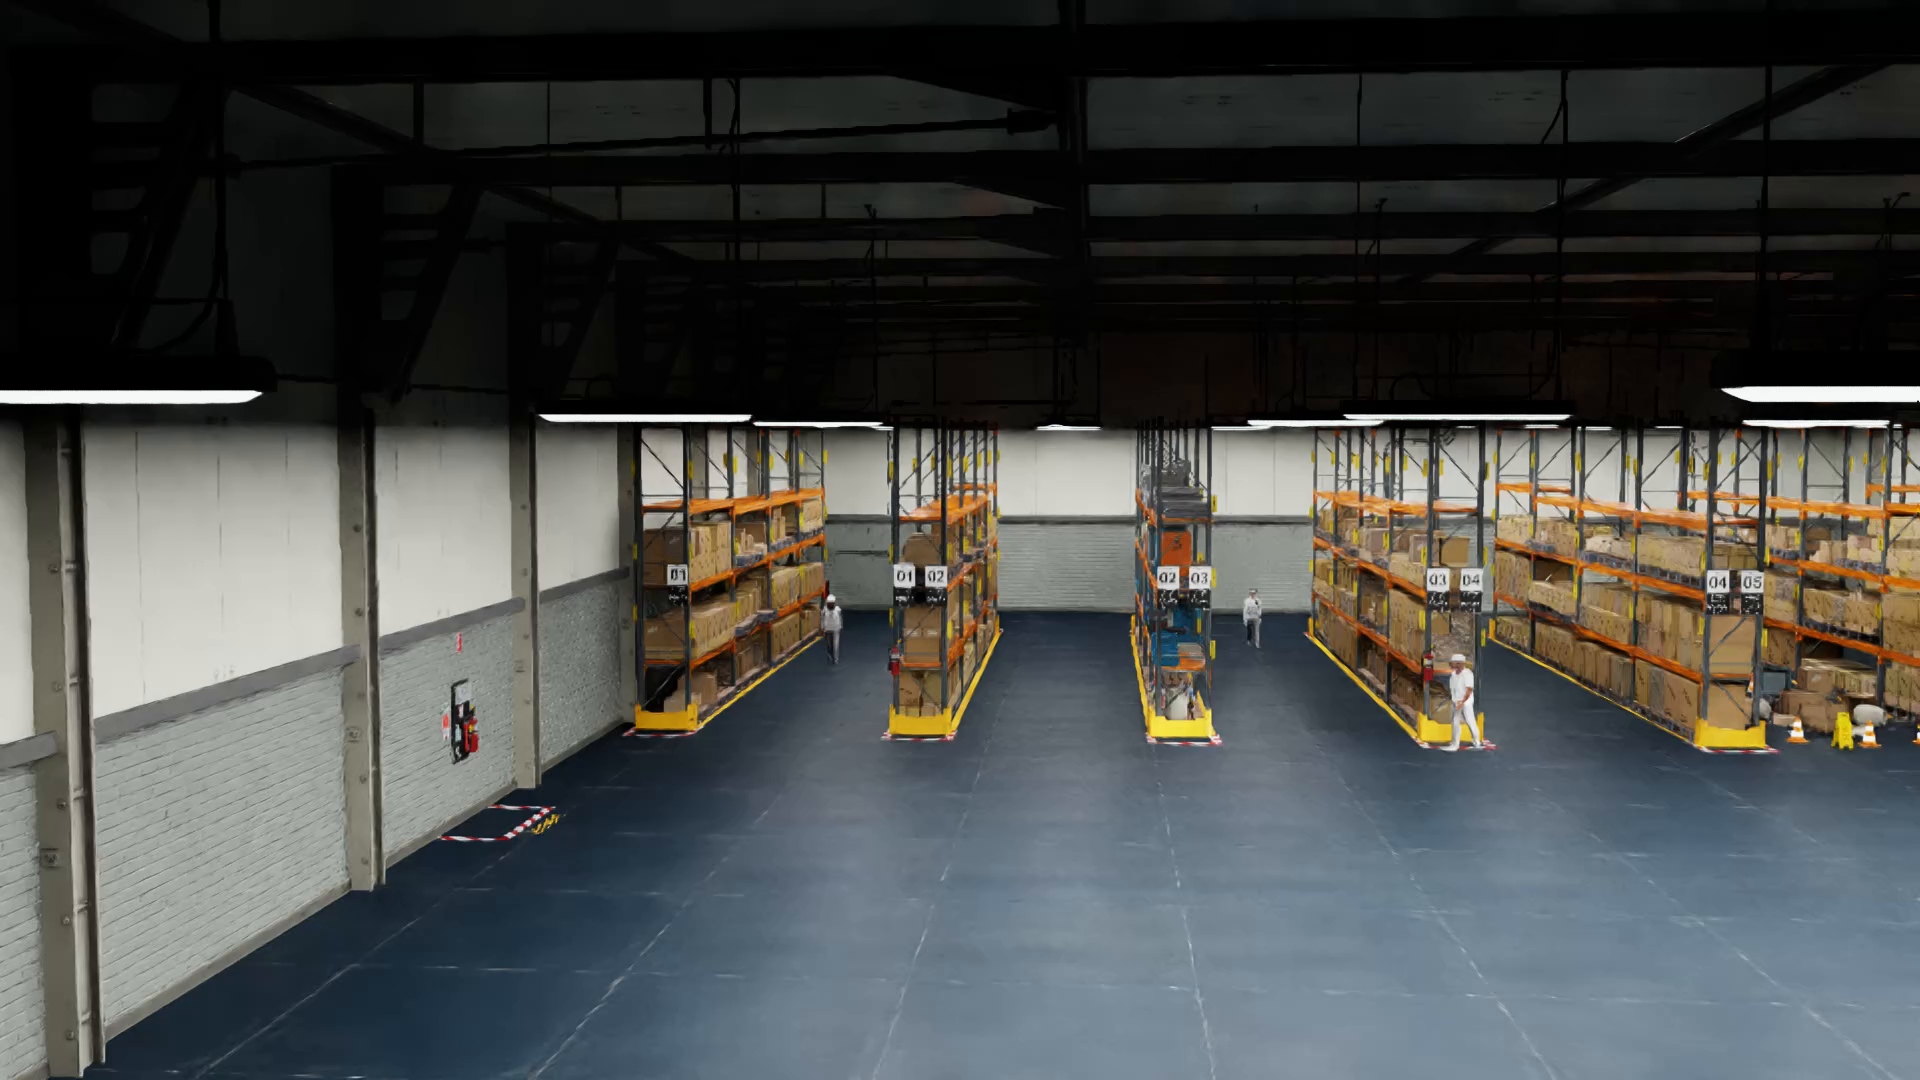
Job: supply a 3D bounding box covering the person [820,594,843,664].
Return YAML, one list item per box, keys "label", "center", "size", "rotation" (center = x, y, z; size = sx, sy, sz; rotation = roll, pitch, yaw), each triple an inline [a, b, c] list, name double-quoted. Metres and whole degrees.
- label: "person"
  center: [-3.178, 2.178, 41.022]
  size: [0.546, 1.695, 1.105]
  rotation: [0, 4, 3]

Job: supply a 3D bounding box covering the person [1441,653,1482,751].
- label: "person"
  center: [8.998, 2.906, 29.775]
  size: [0.705, 1.762, 0.587]
  rotation: [-2, 4, -24]

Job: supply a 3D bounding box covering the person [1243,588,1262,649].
- label: "person"
  center: [7.711, 2.046, 43.868]
  size: [0.495, 1.589, 1.086]
  rotation: [0, 4, 7]
